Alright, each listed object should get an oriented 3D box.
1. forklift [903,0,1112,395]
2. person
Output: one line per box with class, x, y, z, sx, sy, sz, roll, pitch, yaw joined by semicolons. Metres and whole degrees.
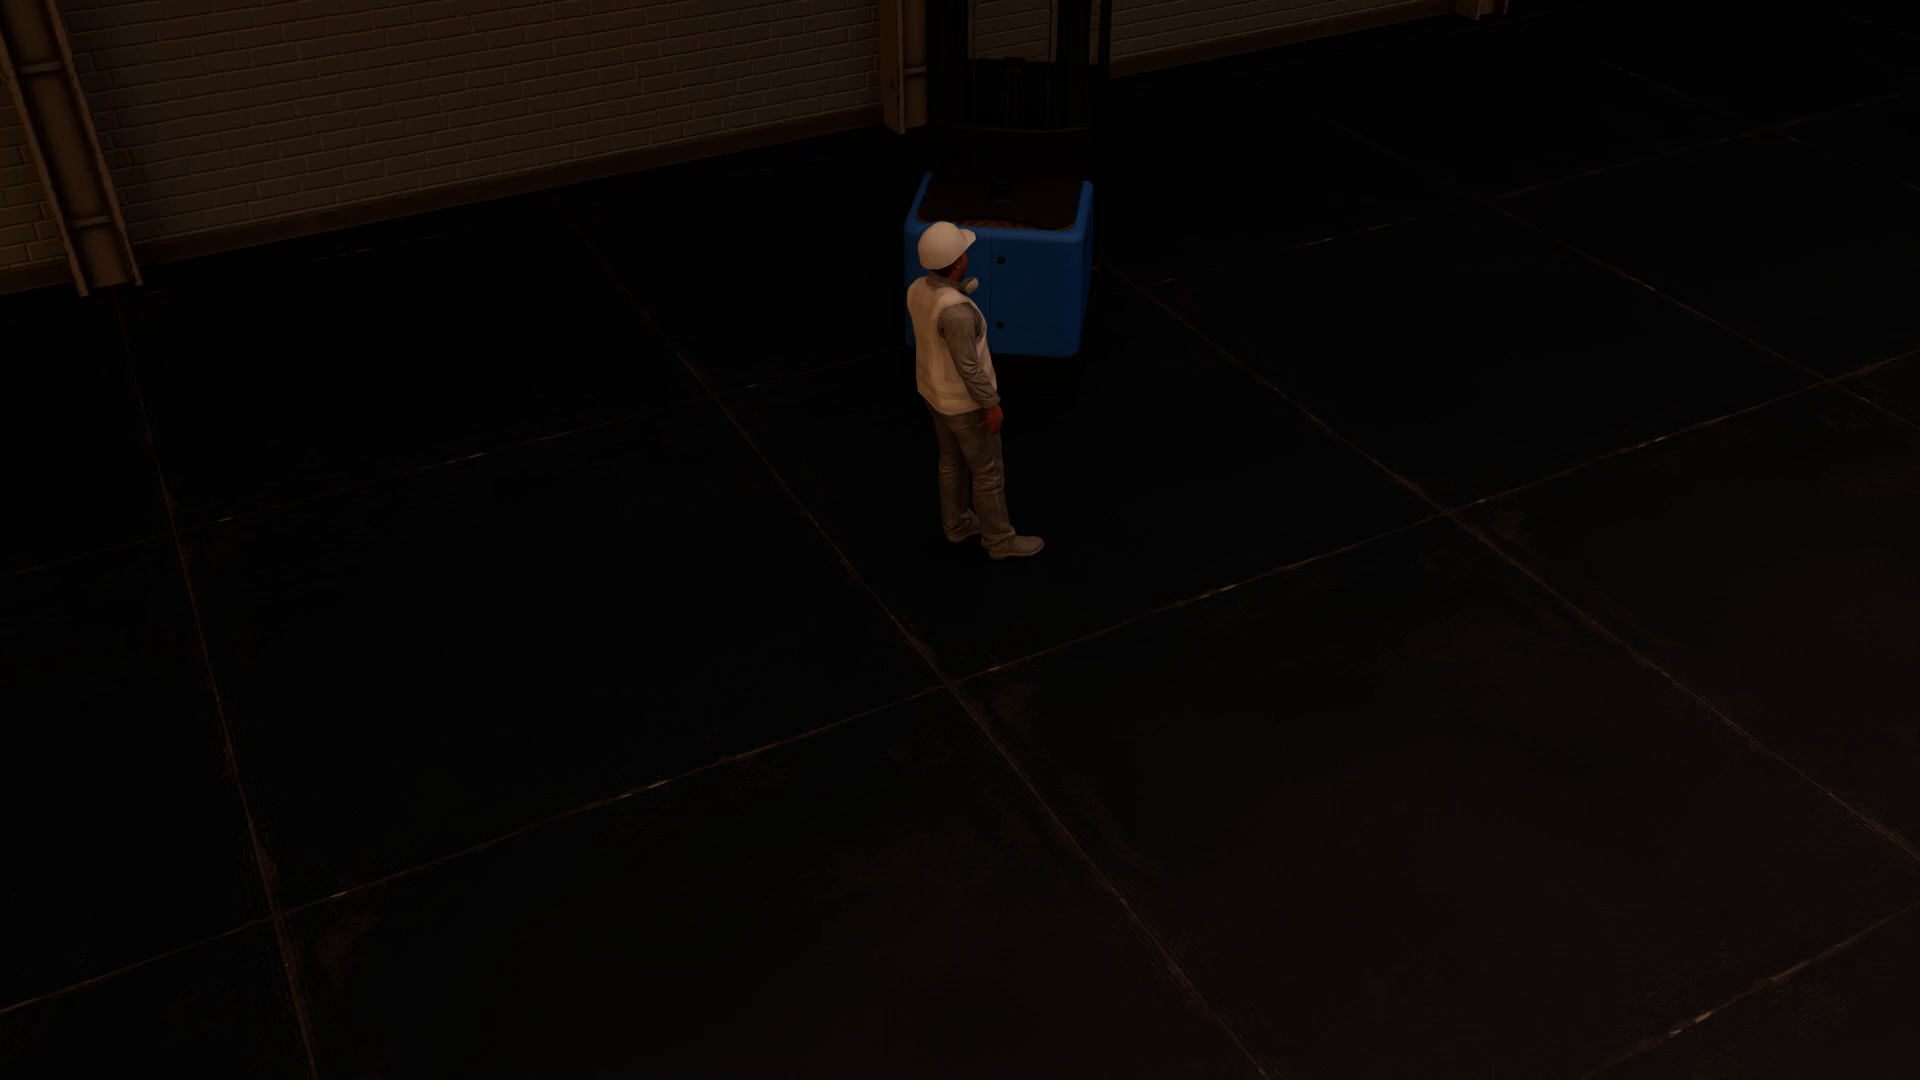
forklift;0.381;-2.889;10.210;1.130;2.935;3.031;5;36;6
person;0.059;-0.744;8.166;0.565;1.776;0.634;-17;39;-23
